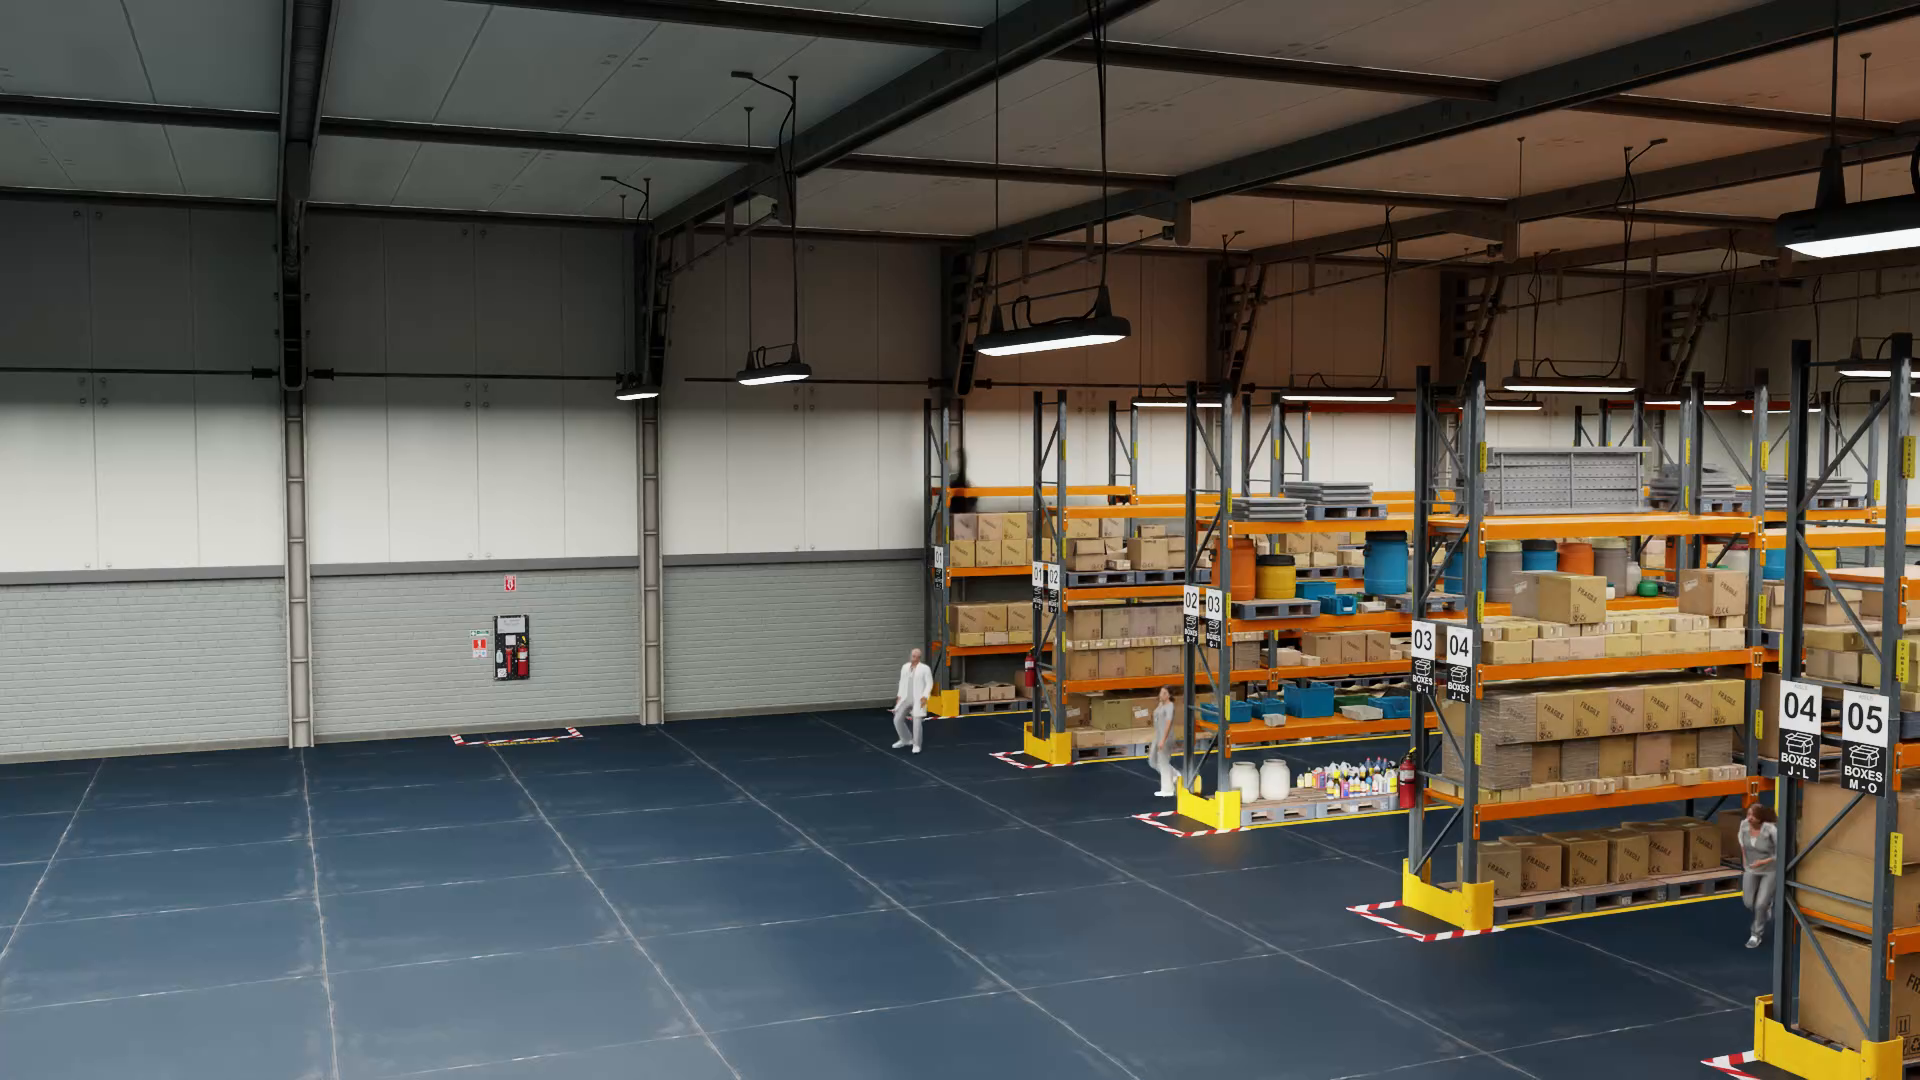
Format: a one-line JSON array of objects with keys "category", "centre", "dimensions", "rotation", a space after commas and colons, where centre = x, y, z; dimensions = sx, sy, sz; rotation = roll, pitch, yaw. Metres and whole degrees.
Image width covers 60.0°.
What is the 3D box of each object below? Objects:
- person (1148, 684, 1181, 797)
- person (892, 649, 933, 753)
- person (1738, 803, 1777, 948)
[{"category": "person", "centre": [3.024, 2.896, 24.165], "dimensions": [0.526, 1.649, 0.592], "rotation": [-1, 4, -17]}, {"category": "person", "centre": [-0.823, 2.667, 27.575], "dimensions": [0.823, 1.744, 0.611], "rotation": [2, 4, 24]}, {"category": "person", "centre": [8.203, 3.416, 17.033], "dimensions": [0.515, 1.533, 0.677], "rotation": [3, 4, 42]}]
